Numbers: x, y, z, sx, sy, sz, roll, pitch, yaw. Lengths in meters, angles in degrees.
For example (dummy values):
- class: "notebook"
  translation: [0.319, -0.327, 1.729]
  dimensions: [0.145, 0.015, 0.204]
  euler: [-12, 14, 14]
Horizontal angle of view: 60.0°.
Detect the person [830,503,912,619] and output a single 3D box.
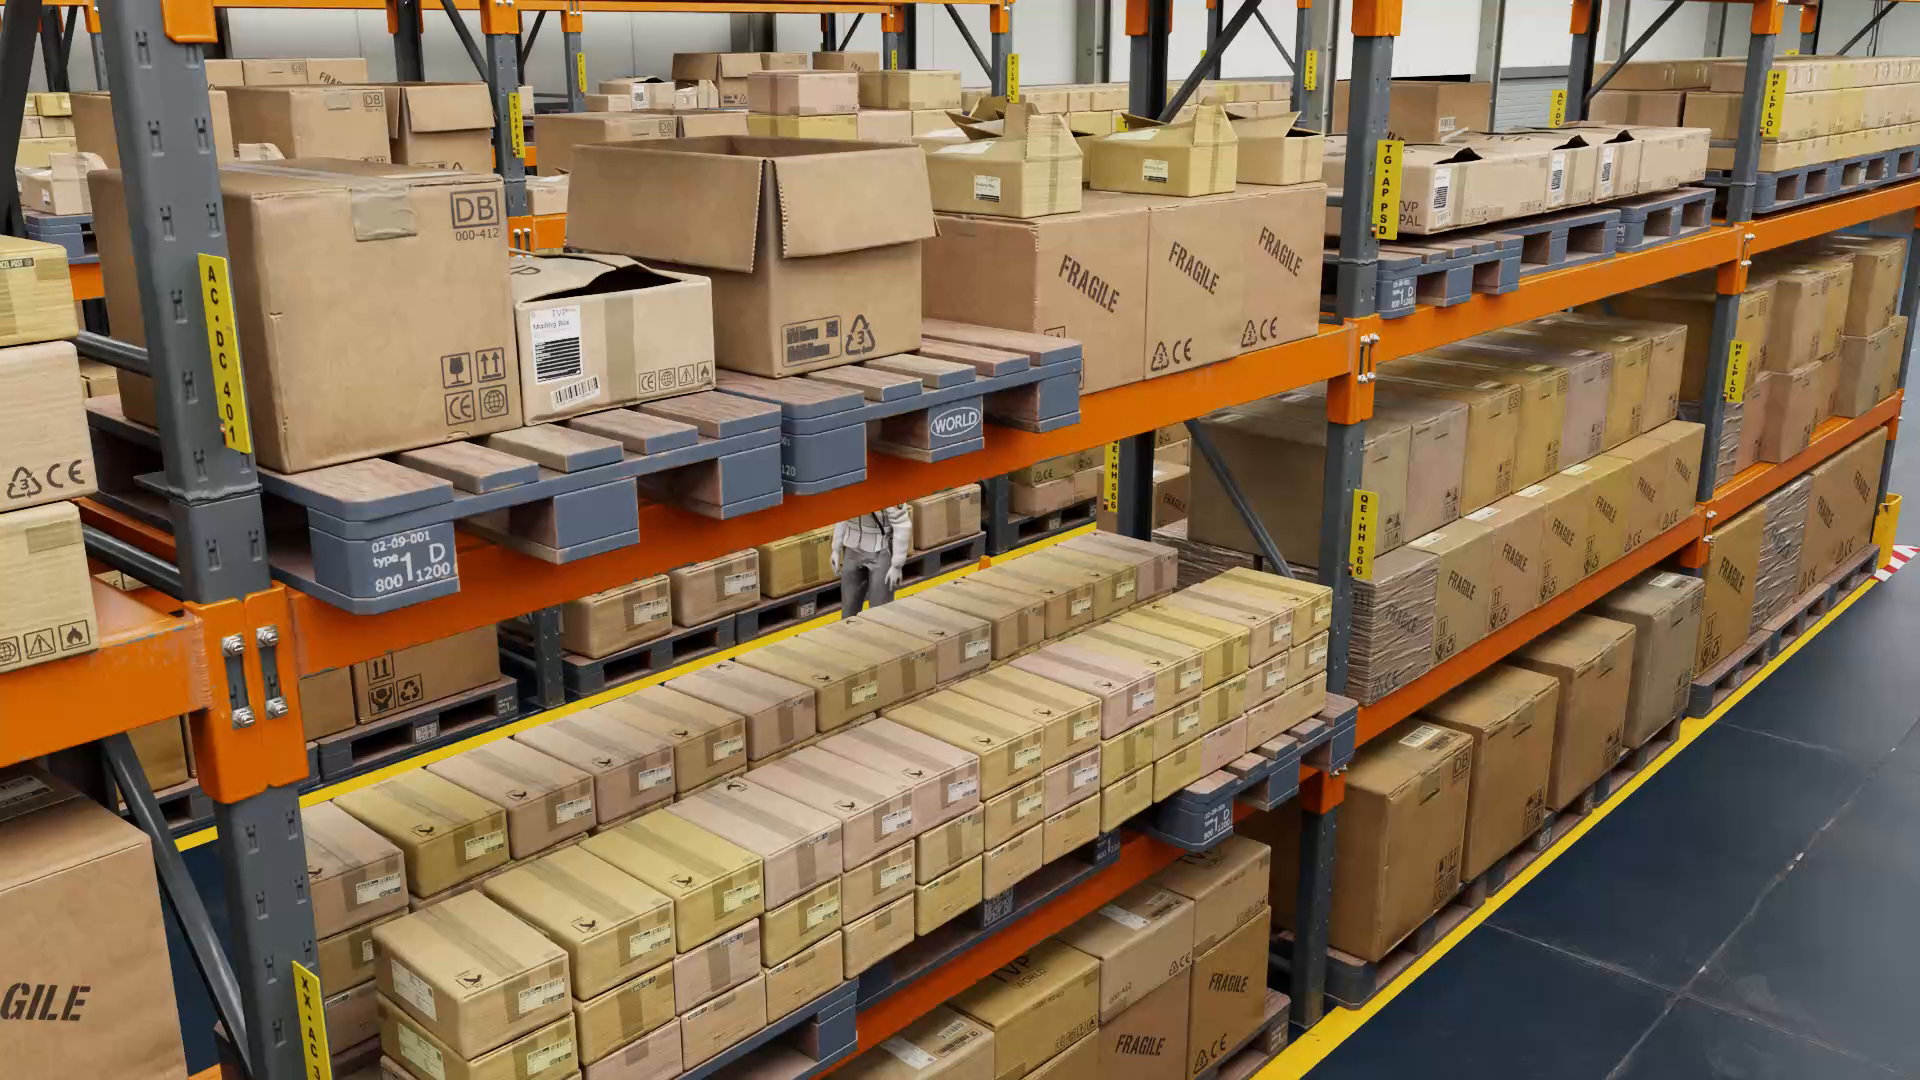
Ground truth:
- class: "person"
  translation: [-0.527, 0.110, 9.673]
  dimensions: [0.547, 1.667, 0.369]
  euler: [13, 21, 37]
